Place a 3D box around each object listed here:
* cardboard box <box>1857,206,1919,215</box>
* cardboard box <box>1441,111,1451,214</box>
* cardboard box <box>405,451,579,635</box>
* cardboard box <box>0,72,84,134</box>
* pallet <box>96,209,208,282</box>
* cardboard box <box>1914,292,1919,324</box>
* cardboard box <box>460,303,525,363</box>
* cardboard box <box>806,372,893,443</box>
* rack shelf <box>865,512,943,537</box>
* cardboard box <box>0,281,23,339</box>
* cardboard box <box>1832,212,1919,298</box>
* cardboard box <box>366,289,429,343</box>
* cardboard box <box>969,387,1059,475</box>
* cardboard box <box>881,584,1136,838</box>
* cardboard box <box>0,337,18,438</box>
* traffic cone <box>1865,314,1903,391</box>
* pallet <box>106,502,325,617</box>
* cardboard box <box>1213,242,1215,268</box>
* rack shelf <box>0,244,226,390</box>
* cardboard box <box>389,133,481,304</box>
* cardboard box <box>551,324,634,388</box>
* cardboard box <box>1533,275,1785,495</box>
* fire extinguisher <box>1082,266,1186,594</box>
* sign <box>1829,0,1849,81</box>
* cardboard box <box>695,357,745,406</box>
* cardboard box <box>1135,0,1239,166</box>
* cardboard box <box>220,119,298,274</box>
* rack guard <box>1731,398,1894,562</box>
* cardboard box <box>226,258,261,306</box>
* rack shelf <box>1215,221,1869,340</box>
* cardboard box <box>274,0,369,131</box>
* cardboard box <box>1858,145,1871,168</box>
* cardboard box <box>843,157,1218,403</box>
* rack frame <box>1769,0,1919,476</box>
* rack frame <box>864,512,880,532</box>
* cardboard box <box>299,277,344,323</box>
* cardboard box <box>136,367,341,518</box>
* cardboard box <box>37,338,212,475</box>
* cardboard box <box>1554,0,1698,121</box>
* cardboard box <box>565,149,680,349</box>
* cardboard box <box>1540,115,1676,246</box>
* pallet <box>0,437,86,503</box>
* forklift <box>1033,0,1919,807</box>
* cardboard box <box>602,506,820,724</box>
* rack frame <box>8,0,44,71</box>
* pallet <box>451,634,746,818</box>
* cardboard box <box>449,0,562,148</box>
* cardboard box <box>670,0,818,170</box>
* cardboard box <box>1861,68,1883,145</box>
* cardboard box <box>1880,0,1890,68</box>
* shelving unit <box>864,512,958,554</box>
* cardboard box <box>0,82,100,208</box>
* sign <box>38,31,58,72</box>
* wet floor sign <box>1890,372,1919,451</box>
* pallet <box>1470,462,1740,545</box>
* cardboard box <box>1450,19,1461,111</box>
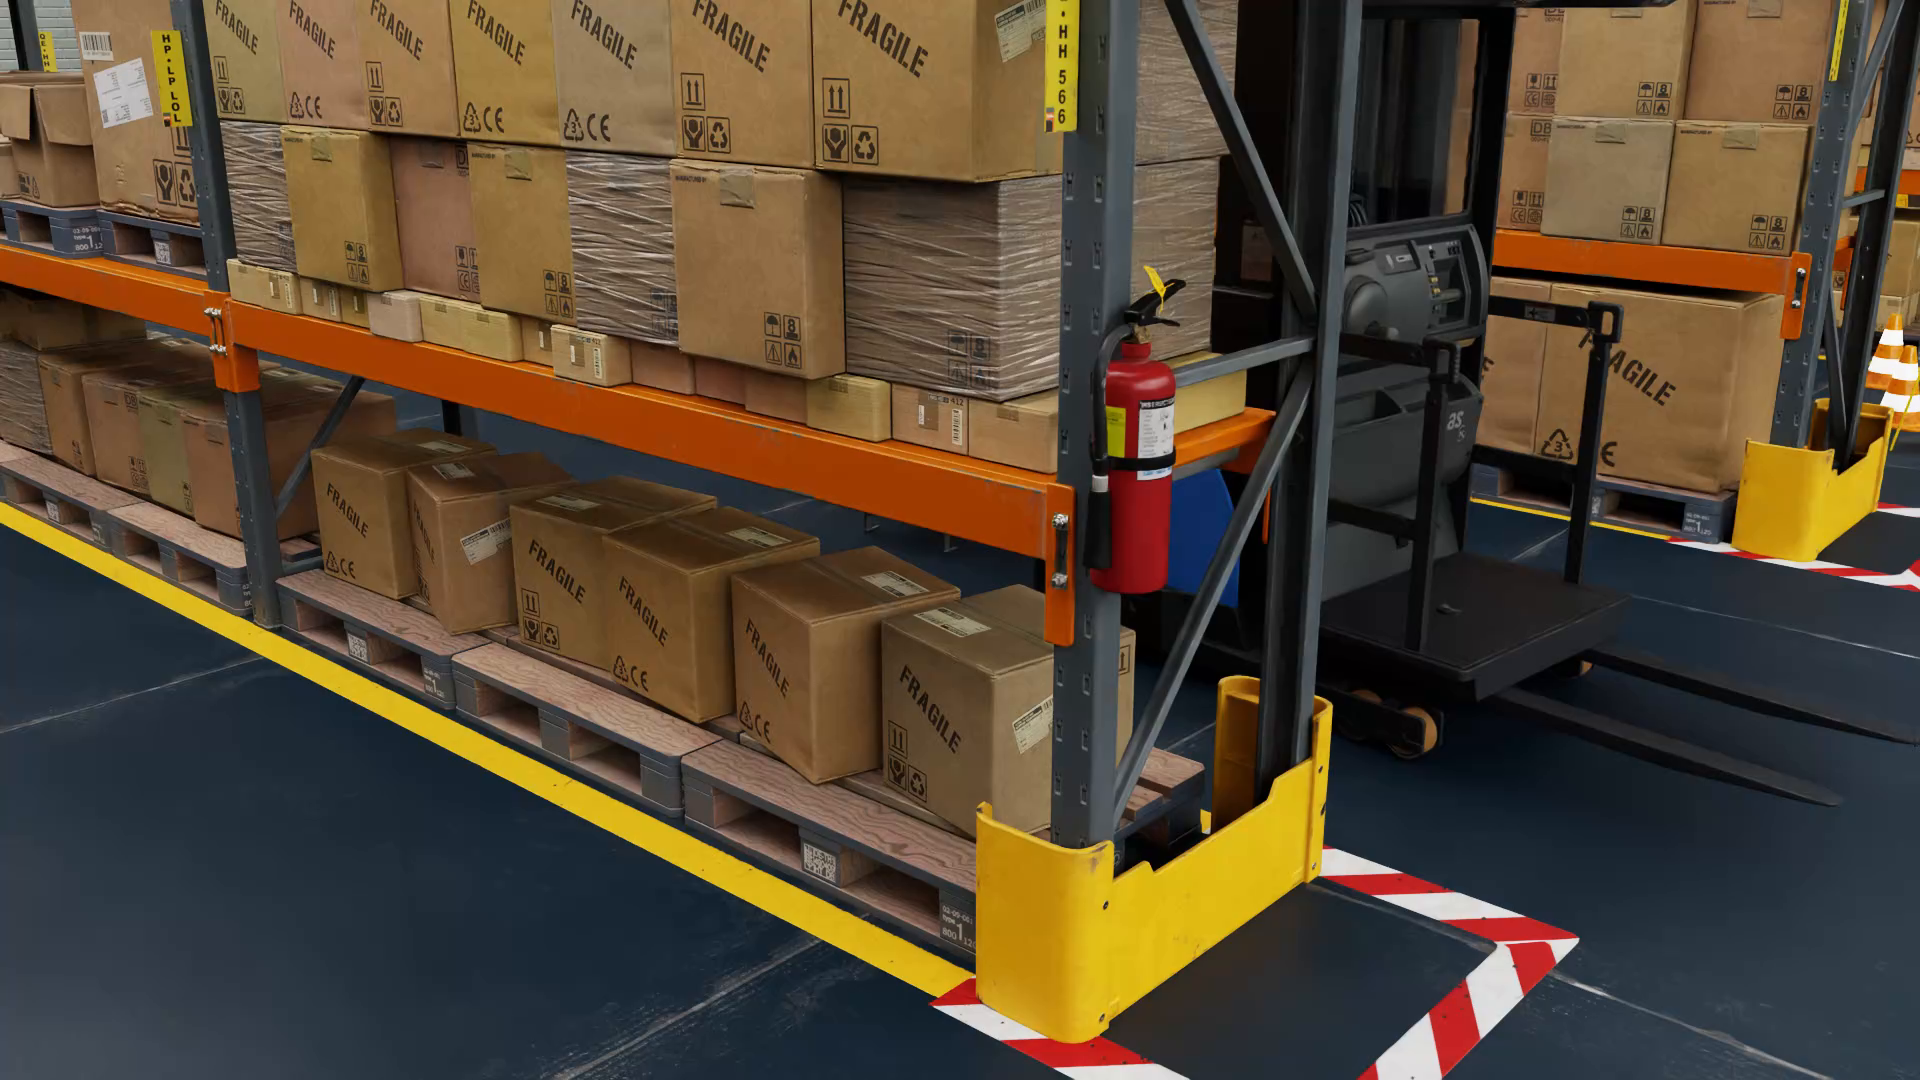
[{"bbox_3d":[6.725,-2.111,11.917,0.500,0.500,0.500,14,22,37],"label":"cardboard box"},{"bbox_3d":[2.460,-1.974,8.625,0.500,0.550,0.875,15,23,39],"label":"cardboard box"},{"bbox_3d":[-1.700,-0.002,6.098,0.500,0.500,0.500,-10,20,-28],"label":"cardboard box"},{"bbox_3d":[-4.484,-2.058,8.279,0.700,0.500,0.500,-14,22,-38],"label":"cardboard box"},{"bbox_3d":[-2.881,-1.291,7.038,1.213,0.211,1.003,15,23,39],"label":"pallet"},{"bbox_3d":[6.744,-1.749,12.016,0.500,0.250,0.500,15,23,39],"label":"cardboard box"},{"bbox_3d":[-1.314,-0.667,5.170,0.250,0.149,0.380,15,23,39],"label":"cardboard box"},{"bbox_3d":[-0.173,-0.373,4.243,0.250,0.149,0.380,15,23,39],"label":"cardboard box"},{"bbox_3d":[-0.124,-0.354,7.615,0.480,0.518,0.431,15,23,39],"label":"rack shelf"},{"bbox_3d":[-4.877,-1.247,8.748,0.500,0.250,0.500,16,24,41],"label":"cardboard box"},{"bbox_3d":[6.391,-1.984,11.516,0.500,0.500,0.500,15,23,40],"label":"cardboard box"},{"bbox_3d":[-1.709,-0.761,5.465,0.250,0.149,0.380,15,23,39],"label":"cardboard box"},{"bbox_3d":[0.235,-0.284,3.963,0.250,0.149,0.380,15,23,39],"label":"cardboard box"},{"bbox_3d":[0.129,0.469,4.613,0.500,0.500,0.500,-13,22,-36],"label":"cardboard box"},{"bbox_3d":[-4.884,-0.888,8.855,0.500,0.500,0.700,14,22,36],"label":"cardboard box"},{"bbox_3d":[5.985,-1.221,10.692,0.334,0.463,0.336,15,23,39],"label":"traffic cone"},{"bbox_3d":[-2.990,-0.023,7.335,1.213,0.211,1.003,15,23,39],"label":"pallet"},{"bbox_3d":[1.385,-1.343,9.704,0.875,0.875,0.875,15,23,40],"label":"cardboard box"},{"bbox_3d":[-3.902,-1.255,7.796,4.000,0.370,1.077,15,23,39],"label":"rack shelf"},{"bbox_3d":[-1.319,-1.095,5.447,0.500,0.500,0.875,15,23,39],"label":"cardboard box"},{"bbox_3d":[-0.956,-0.561,4.837,0.250,0.149,0.380,15,23,39],"label":"cardboard box"},{"bbox_3d":[3.402,-0.804,8.003,0.875,0.875,0.875,15,23,40],"label":"cardboard box"},{"bbox_3d":[0.365,-0.229,3.502,0.183,0.674,0.296,15,23,39],"label":"fire extinguisher"},{"bbox_3d":[3.583,-2.040,6.775,0.005,0.325,0.100,15,23,39],"label":"sign"},{"bbox_3d":[-0.509,-0.486,4.600,0.250,0.149,0.380,15,23,39],"label":"cardboard box"},{"bbox_3d":[0.355,-1.231,4.222,0.500,0.500,0.500,15,23,39],"label":"cardboard box"},{"bbox_3d":[-2.111,-1.281,6.033,0.500,0.500,0.875,15,23,39],"label":"cardboard box"},{"bbox_3d":[3.971,-0.299,7.726,0.348,0.500,1.175,15,23,39],"label":"rack guard"},{"bbox_3d":[-2.445,-0.965,6.110,0.250,0.149,0.380,15,23,39],"label":"cardboard box"},{"bbox_3d":[2.457,-1.554,8.738,4.000,0.370,1.077,15,23,39],"label":"rack shelf"},{"bbox_3d":[-1.864,-1.614,5.430,0.500,0.500,0.500,15,23,39],"label":"cardboard box"},{"bbox_3d":[6.301,-2.624,11.337,0.250,0.149,0.380,15,23,38],"label":"cardboard box"},{"bbox_3d":[0.192,-0.699,4.199,0.500,0.500,0.875,15,23,39],"label":"cardboard box"},{"bbox_3d":[3.953,-1.495,7.364,0.127,3.000,1.000,15,23,39],"label":"rack frame"},{"bbox_3d":[-0.306,-1.083,7.553,0.015,2.100,0.400,15,23,39],"label":"rack frame"},{"bbox_3d":[-2.062,-0.868,5.804,0.250,0.149,0.380,15,23,39],"label":"cardboard box"},{"bbox_3d":[-3.196,-0.443,7.453,0.500,0.500,0.700,15,23,39],"label":"cardboard box"},{"bbox_3d":[-4.032,-0.667,8.159,0.700,0.500,0.500,-16,24,-41],"label":"cardboard box"},{"bbox_3d":[3.229,-2.254,7.722,0.550,0.550,0.875,15,23,39],"label":"cardboard box"},{"bbox_3d":[-0.607,-0.883,4.777,0.500,0.500,0.875,15,23,39],"label":"cardboard box"},{"bbox_3d":[3.220,-1.736,7.876,0.550,0.550,0.875,15,23,39],"label":"cardboard box"},{"bbox_3d":[-4.815,-0.513,8.879,1.213,0.211,1.003,15,23,39],"label":"pallet"},{"bbox_3d":[1.646,-0.863,5.485,1.130,2.935,3.031,-15,23,-39],"label":"forklift"},{"bbox_3d":[-0.796,0.227,5.376,0.500,0.500,0.500,-16,23,-41],"label":"cardboard box"},{"bbox_3d":[-5.398,-1.999,8.953,0.127,3.000,1.000,15,23,39],"label":"rack frame"},{"bbox_3d":[-0.964,0.505,5.673,1.213,0.211,1.003,15,23,39],"label":"pallet"},{"bbox_3d":[-1.109,-1.416,4.804,0.500,0.500,0.500,15,23,39],"label":"cardboard box"},{"bbox_3d":[-0.368,-1.213,4.164,0.500,0.500,0.500,15,23,39],"label":"cardboard box"},{"bbox_3d":[6.203,-2.973,11.363,0.500,0.500,0.500,15,23,39],"label":"cardboard box"},{"bbox_3d":[6.263,-3.458,11.238,0.500,0.500,0.700,15,23,40],"label":"cardboard box"},{"bbox_3d":[-0.124,-1.034,7.399,0.503,2.100,0.431,15,23,39],"label":"shelving unit"},{"bbox_3d":[-3.764,-1.773,7.374,0.797,0.503,0.637,-15,23,-40],"label":"cardboard box"},{"bbox_3d":[-5.045,-2.638,9.183,0.005,0.325,0.100,15,23,39],"label":"sign"},{"bbox_3d":[5.289,-0.815,9.113,0.232,0.644,0.267,11,20,30],"label":"wet floor sign"},{"bbox_3d":[3.303,-0.309,8.235,1.213,0.211,1.003,15,23,39],"label":"pallet"},{"bbox_3d":[2.417,-2.474,8.416,0.500,0.550,0.875,15,23,39],"label":"cardboard box"}]
